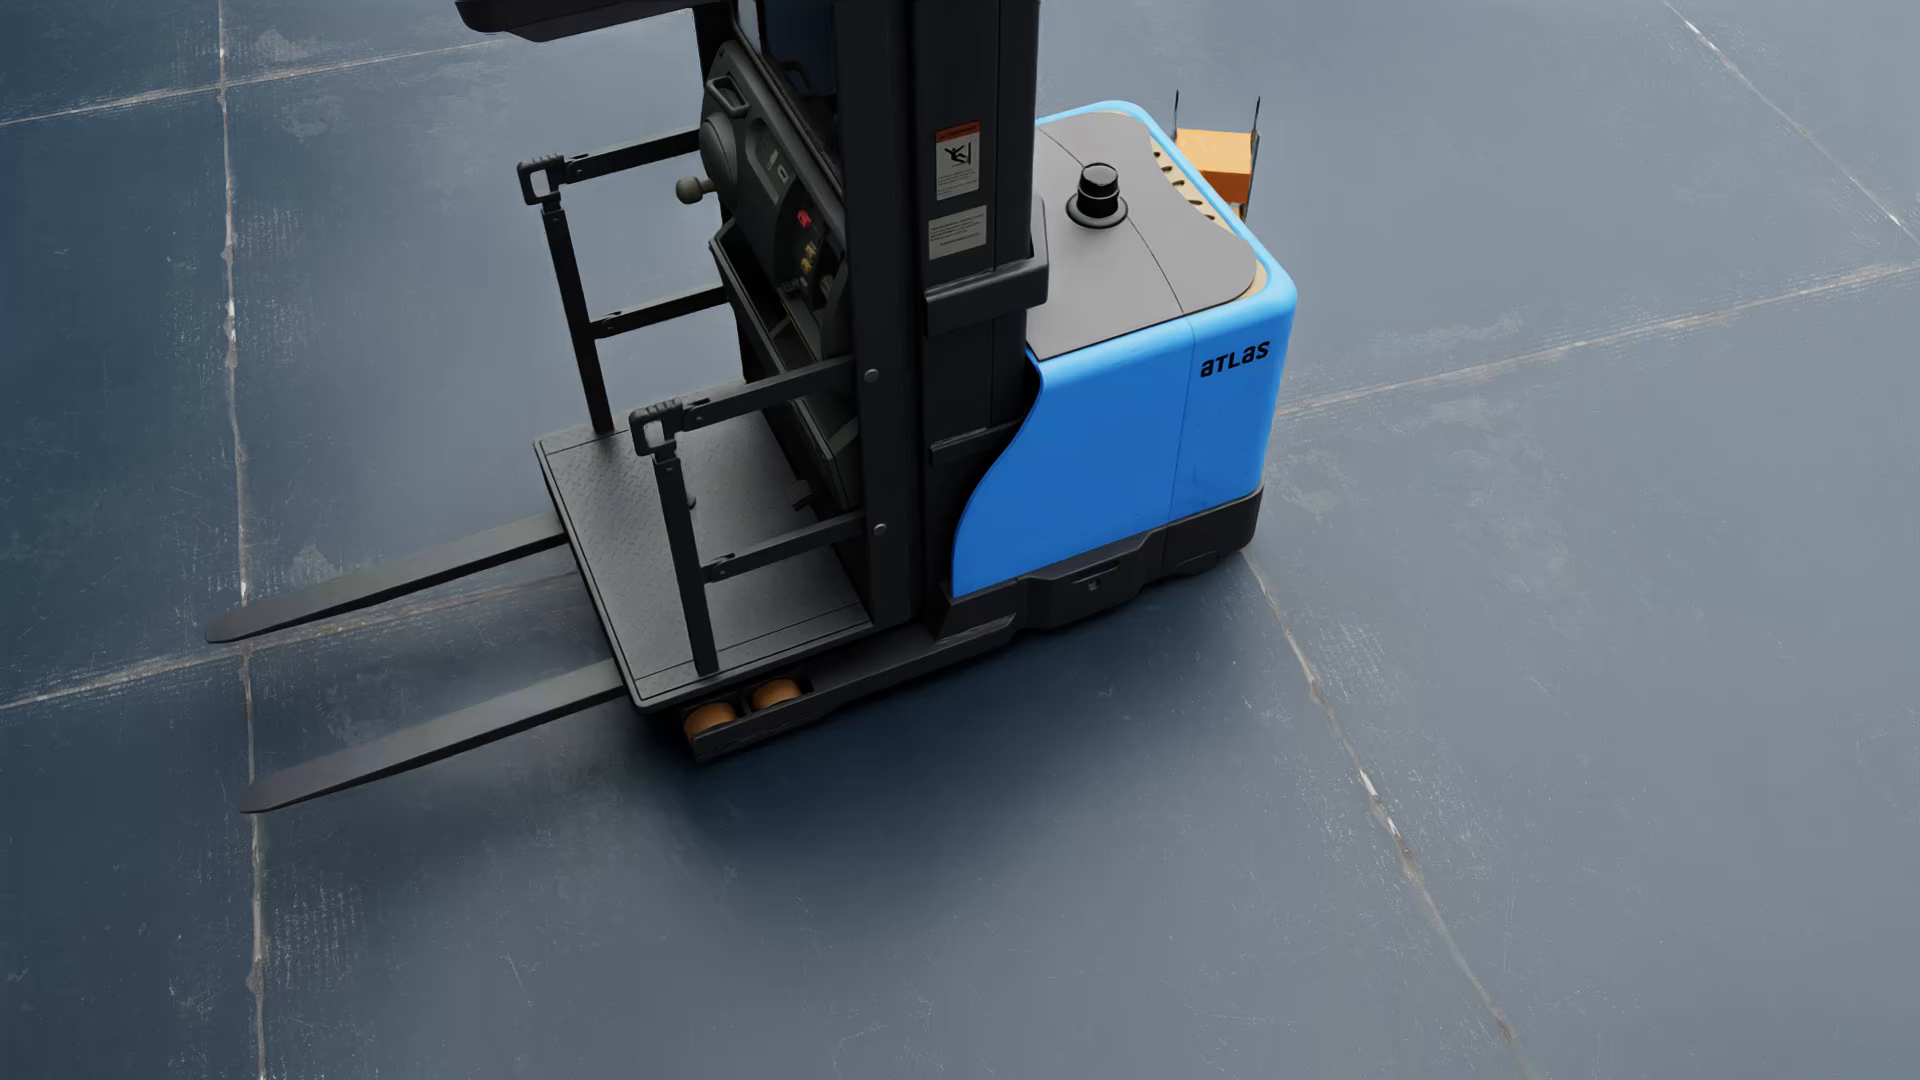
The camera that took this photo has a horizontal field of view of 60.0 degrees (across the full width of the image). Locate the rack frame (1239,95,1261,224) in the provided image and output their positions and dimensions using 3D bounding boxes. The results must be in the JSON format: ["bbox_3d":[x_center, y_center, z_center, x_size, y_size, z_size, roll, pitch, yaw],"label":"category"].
[{"bbox_3d":[0.889,-0.922,5.340,0.008,1.050,0.200,5,50,4],"label":"rack frame"}]

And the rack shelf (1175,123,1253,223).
[{"bbox_3d":[0.768,-1.111,5.142,0.240,0.259,0.215,5,50,4],"label":"rack shelf"}]

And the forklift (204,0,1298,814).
[{"bbox_3d":[-0.642,-0.792,4.001,3.031,2.935,1.130,-19,52,-15],"label":"forklift"}]

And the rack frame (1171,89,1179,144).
[{"bbox_3d":[0.646,-0.945,5.359,0.008,1.050,0.200,5,50,4],"label":"rack frame"}]

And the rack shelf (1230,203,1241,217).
[{"bbox_3d":[0.767,-0.927,5.358,0.240,0.259,0.215,5,50,4],"label":"rack shelf"}]

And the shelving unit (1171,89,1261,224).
[{"bbox_3d":[0.767,-0.934,5.350,0.252,1.050,0.215,5,50,4],"label":"shelving unit"}]
